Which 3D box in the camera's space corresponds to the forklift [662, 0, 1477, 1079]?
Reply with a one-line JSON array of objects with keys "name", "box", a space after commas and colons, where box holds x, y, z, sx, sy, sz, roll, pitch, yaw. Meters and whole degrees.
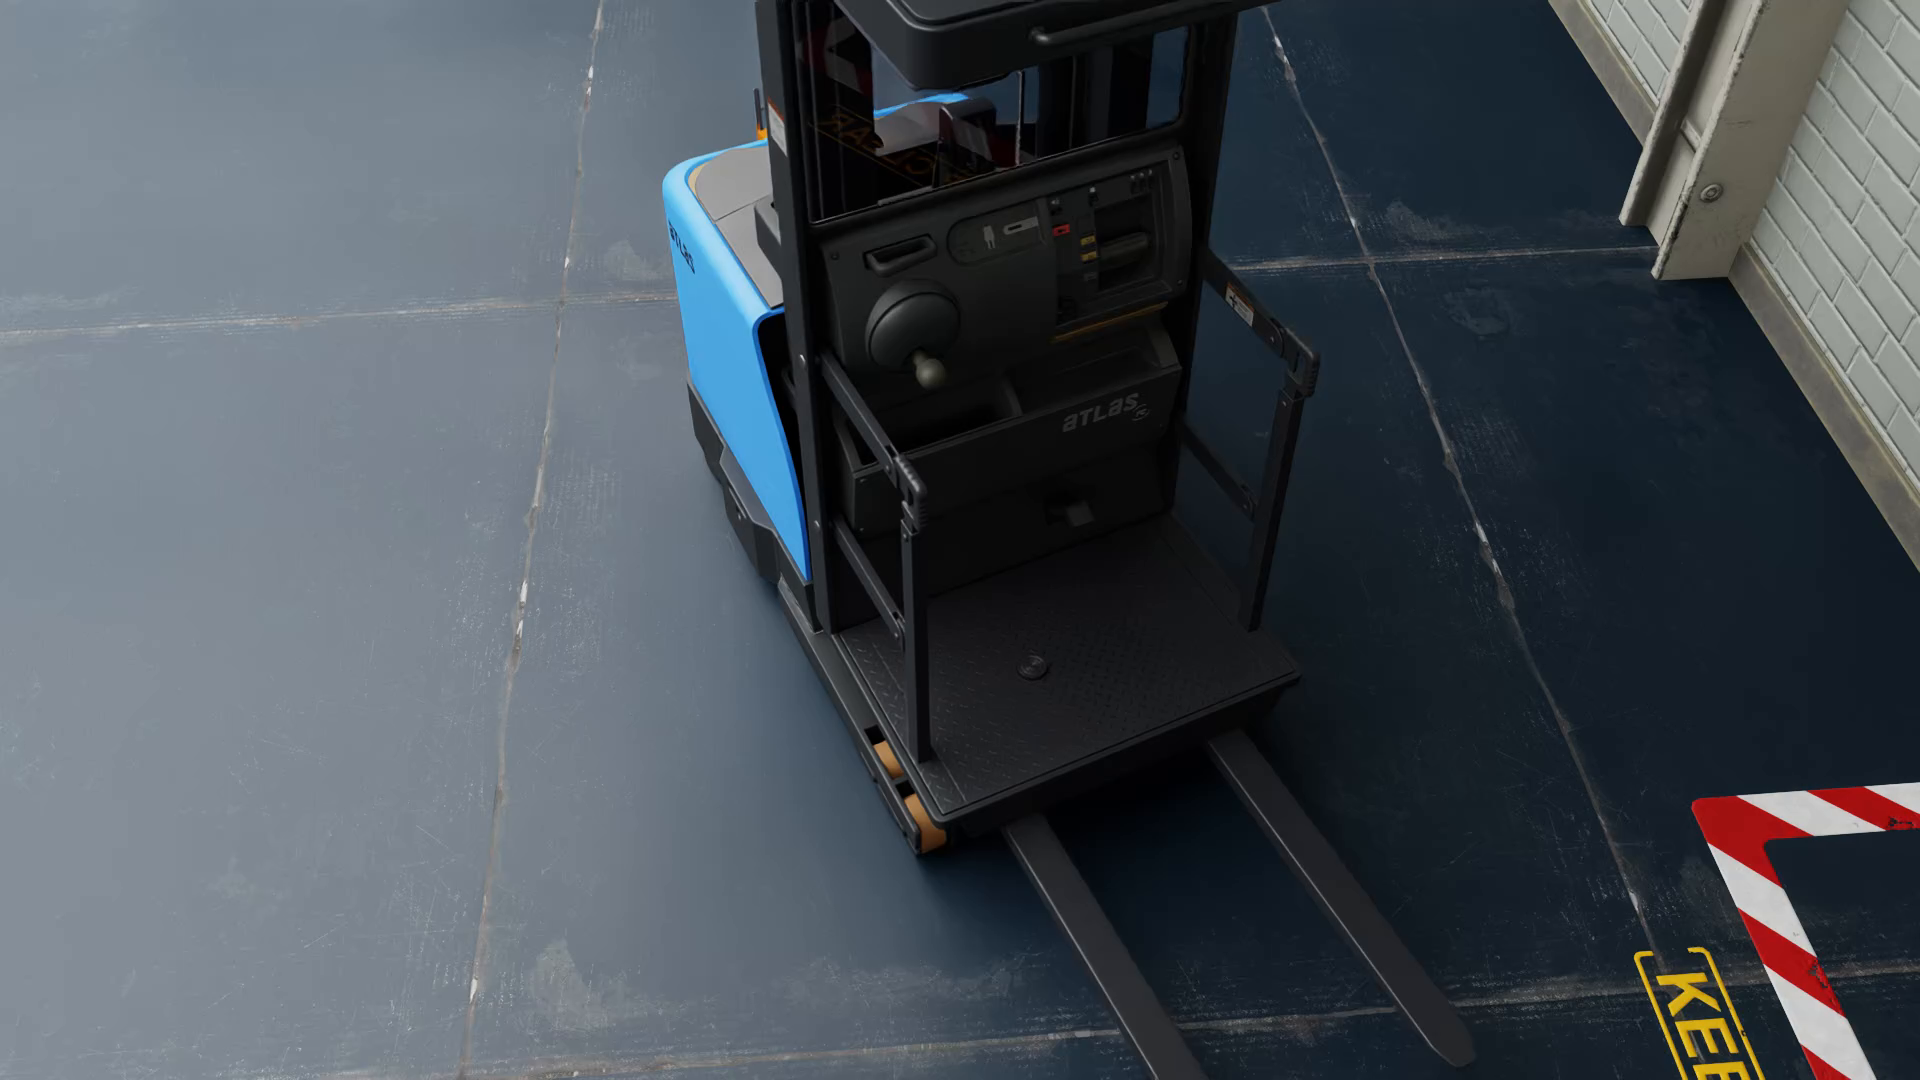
[{"name": "forklift", "box": [0.224, -0.545, 3.747, 1.130, 2.935, 3.031, -20, 50, -18]}]

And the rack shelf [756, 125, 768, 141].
[{"name": "rack shelf", "box": [-0.492, -1.163, 5.252, 0.215, 0.259, 0.240, -20, 50, -18]}]

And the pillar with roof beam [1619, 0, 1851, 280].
[{"name": "pillar with roof beam", "box": [-1.573, -3.948, 2.792, 9.100, 9.000, 0.400, -3, 47, -3]}]

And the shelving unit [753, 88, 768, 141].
[{"name": "shelving unit", "box": [-0.492, -0.975, 5.451, 0.215, 1.050, 0.252, -20, 50, -18]}]

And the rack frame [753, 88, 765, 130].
[{"name": "rack frame", "box": [-0.546, -1.055, 5.526, 0.200, 1.050, 0.008, -20, 50, -18]}]
